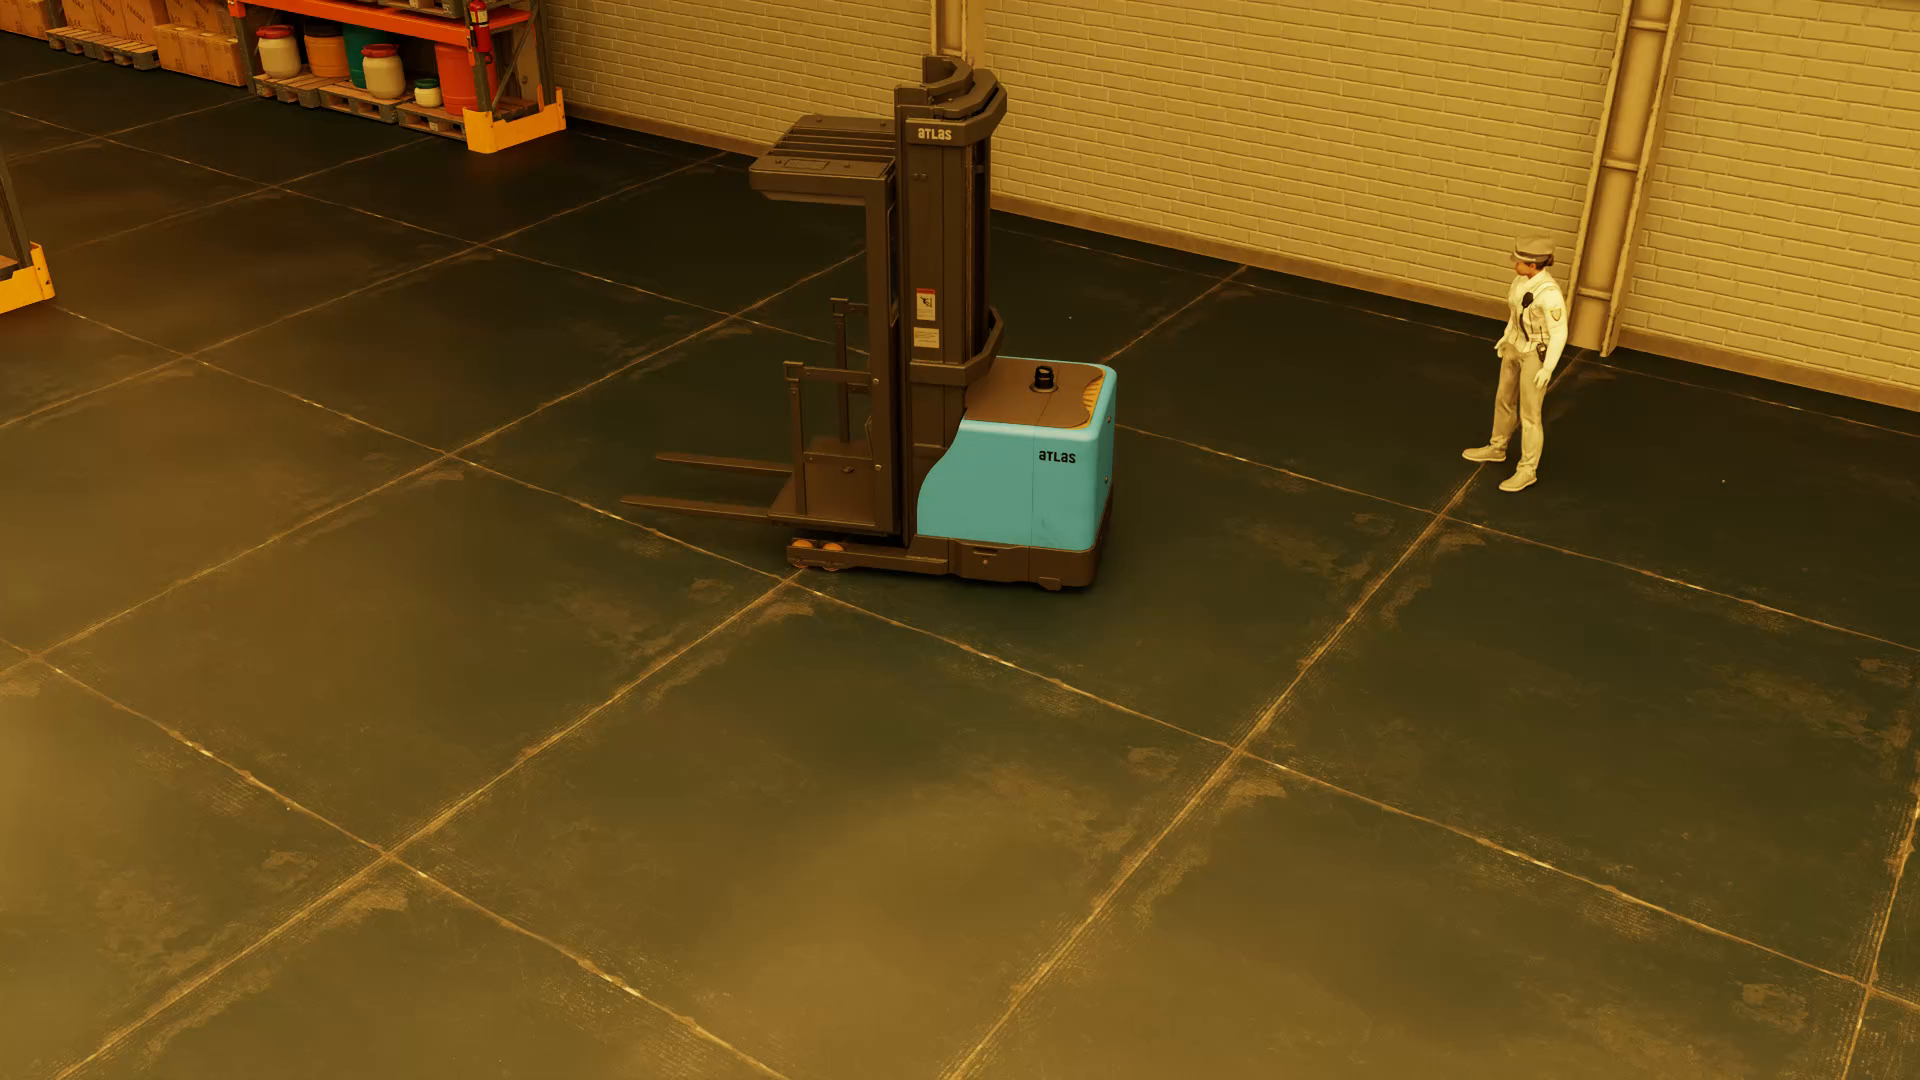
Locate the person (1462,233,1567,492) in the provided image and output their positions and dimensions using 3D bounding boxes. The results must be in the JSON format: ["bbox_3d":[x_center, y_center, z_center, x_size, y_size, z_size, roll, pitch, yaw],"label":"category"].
[{"bbox_3d":[3.700,-1.185,10.907,0.436,1.654,0.633,-5,30,-8],"label":"person"}]

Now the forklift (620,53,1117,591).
[{"bbox_3d":[-0.596,-1.330,9.871,3.031,2.935,1.130,6,31,10],"label":"forklift"}]
